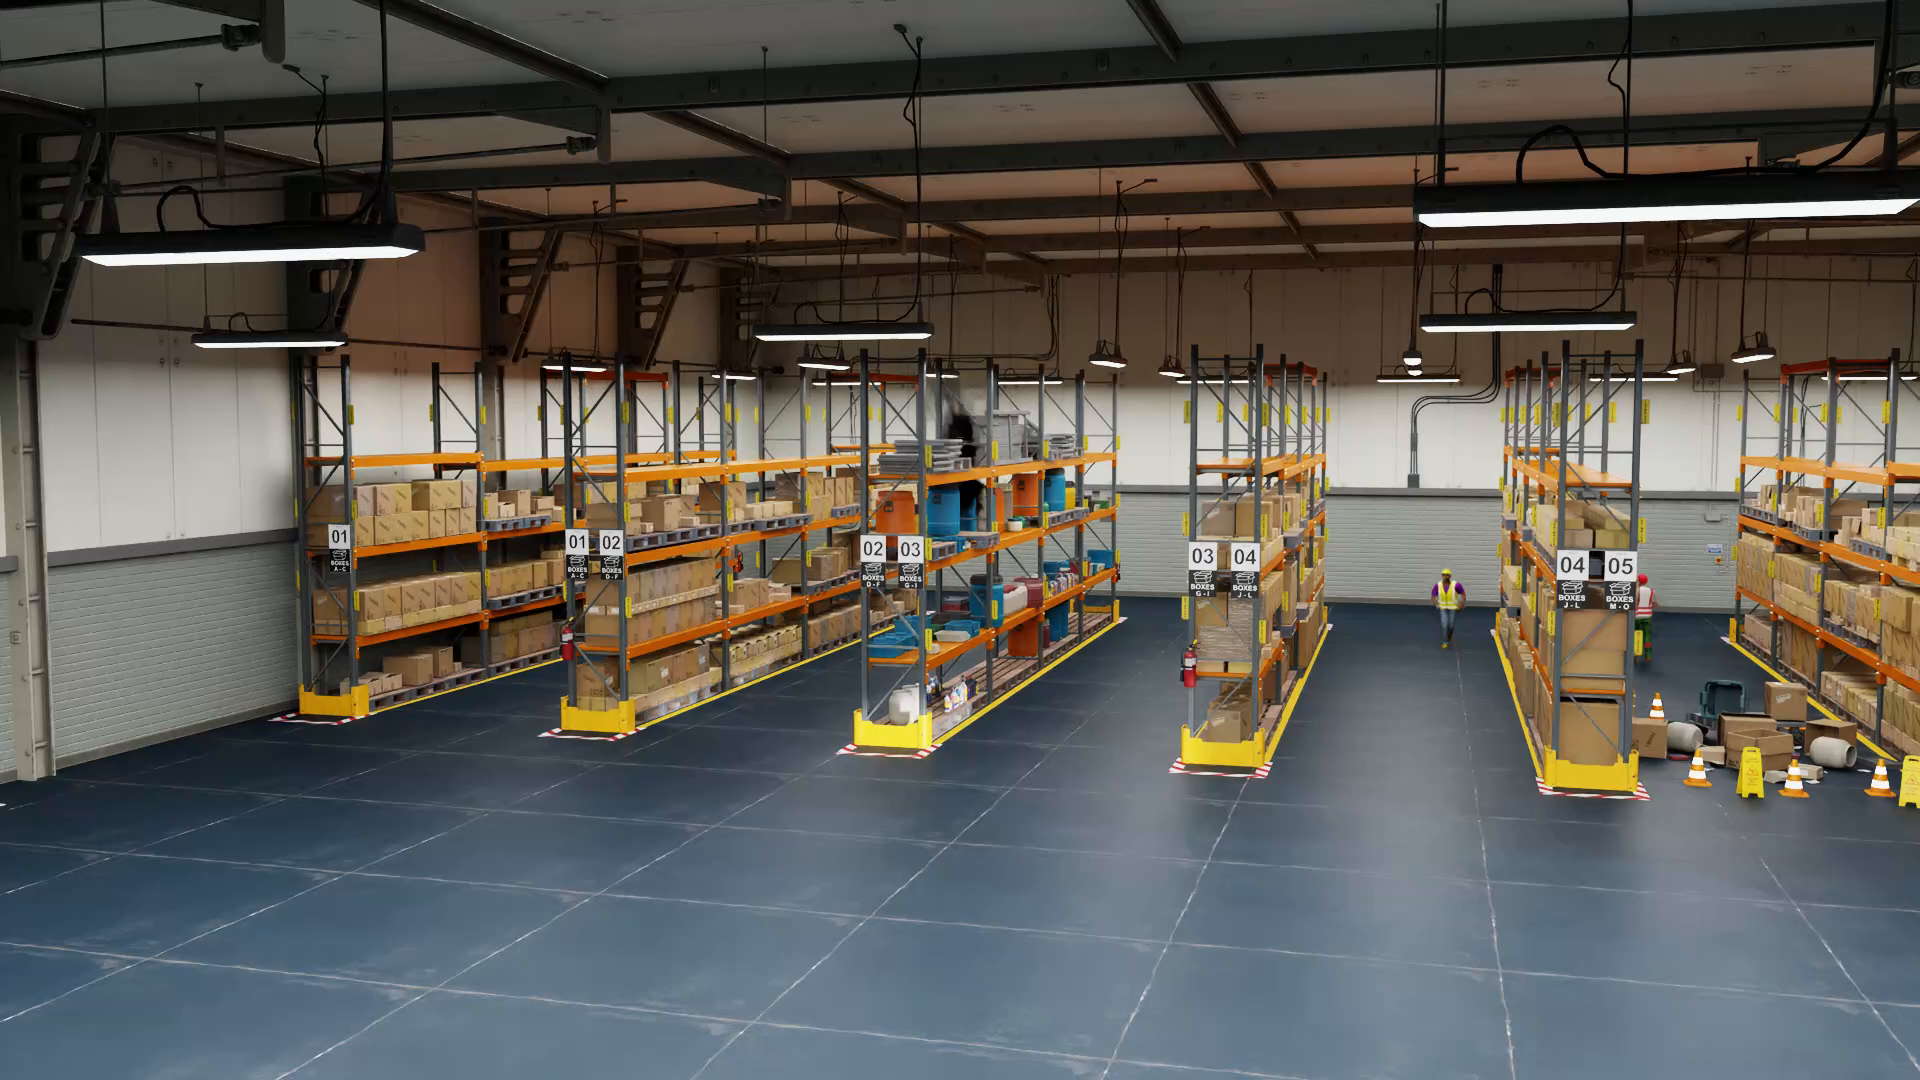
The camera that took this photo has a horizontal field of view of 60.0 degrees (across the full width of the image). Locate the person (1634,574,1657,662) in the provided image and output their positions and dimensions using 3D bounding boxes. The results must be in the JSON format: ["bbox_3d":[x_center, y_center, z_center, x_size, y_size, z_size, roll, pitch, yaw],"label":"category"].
[{"bbox_3d":[13.749,1.601,33.514,0.589,1.831,0.835,1,4,8],"label":"person"}]

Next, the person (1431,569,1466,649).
[{"bbox_3d":[10.440,1.477,35.611,0.714,1.729,0.611,2,5,22],"label":"person"}]
